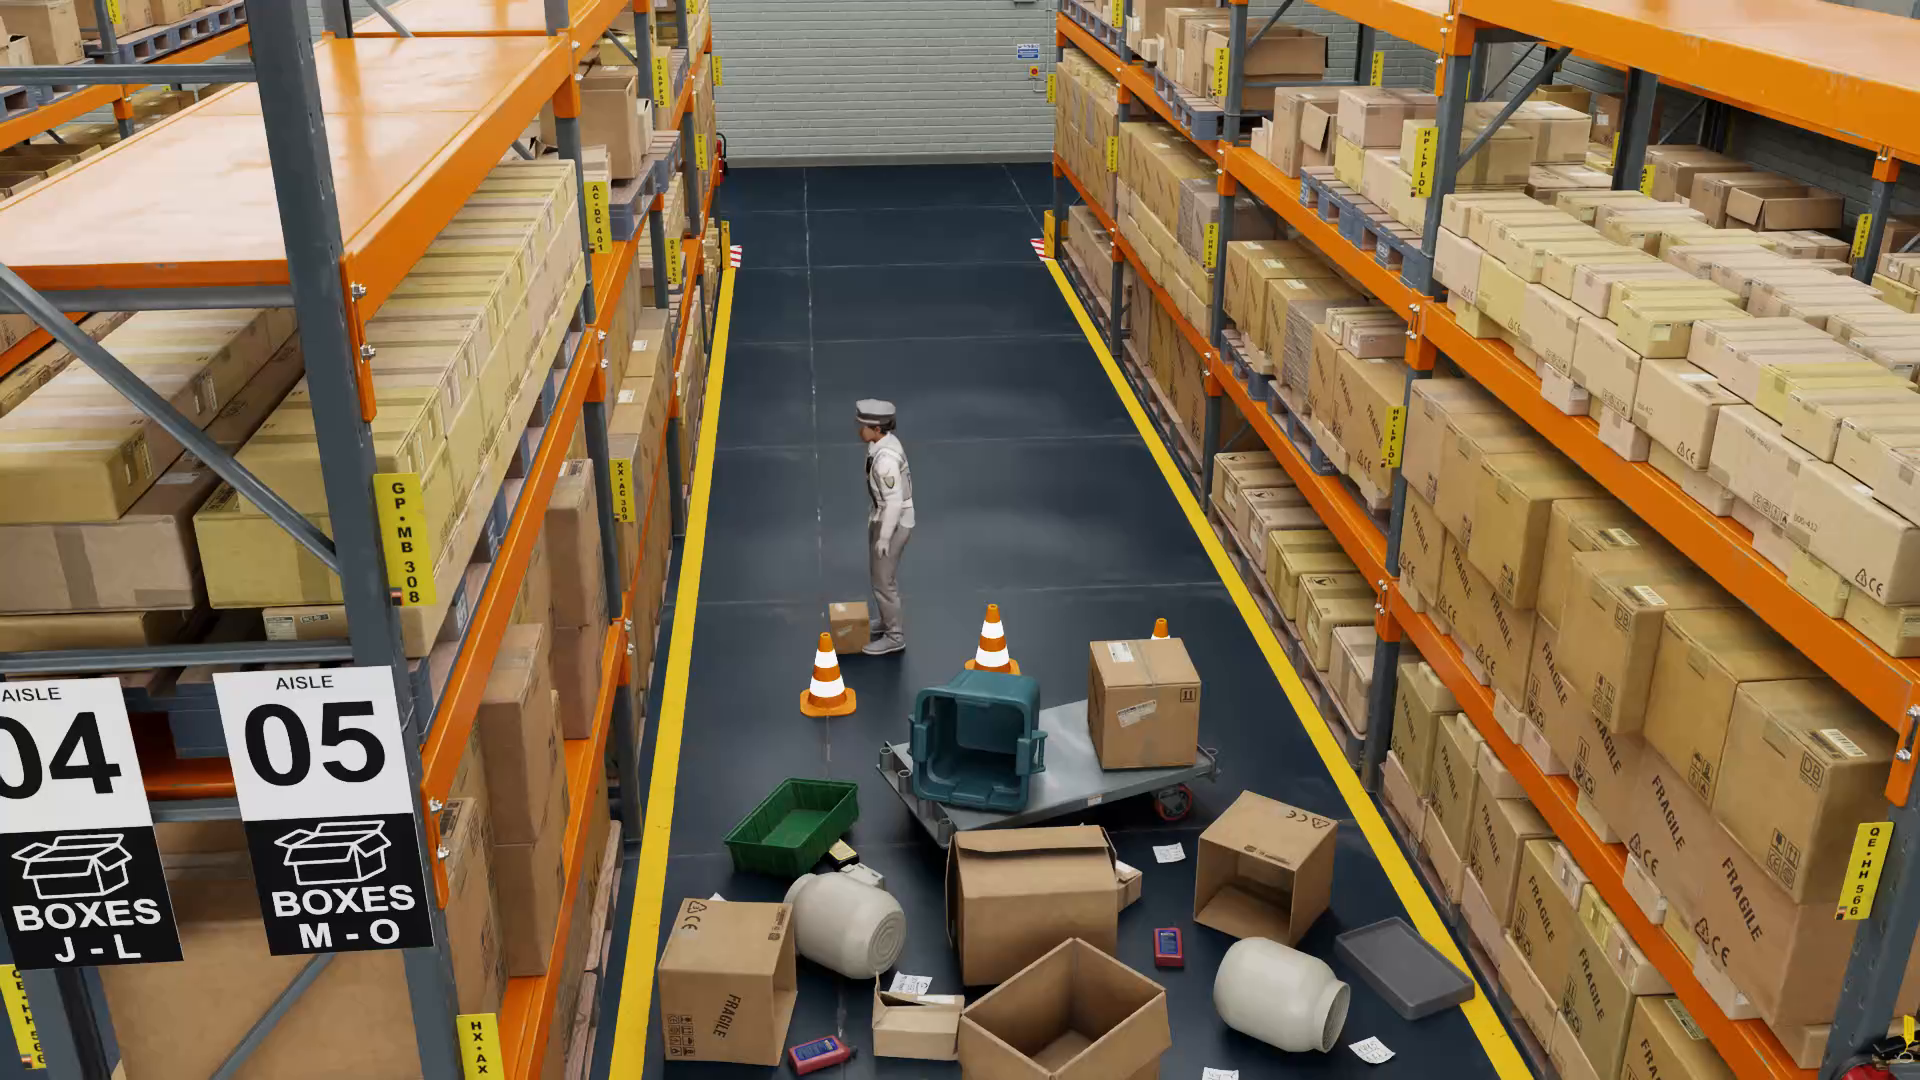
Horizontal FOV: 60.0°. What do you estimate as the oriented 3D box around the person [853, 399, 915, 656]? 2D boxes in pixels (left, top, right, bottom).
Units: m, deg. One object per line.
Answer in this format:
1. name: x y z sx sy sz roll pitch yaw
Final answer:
1. person: -0.473 -0.089 10.504 0.370 1.663 0.520 -3 24 -7
